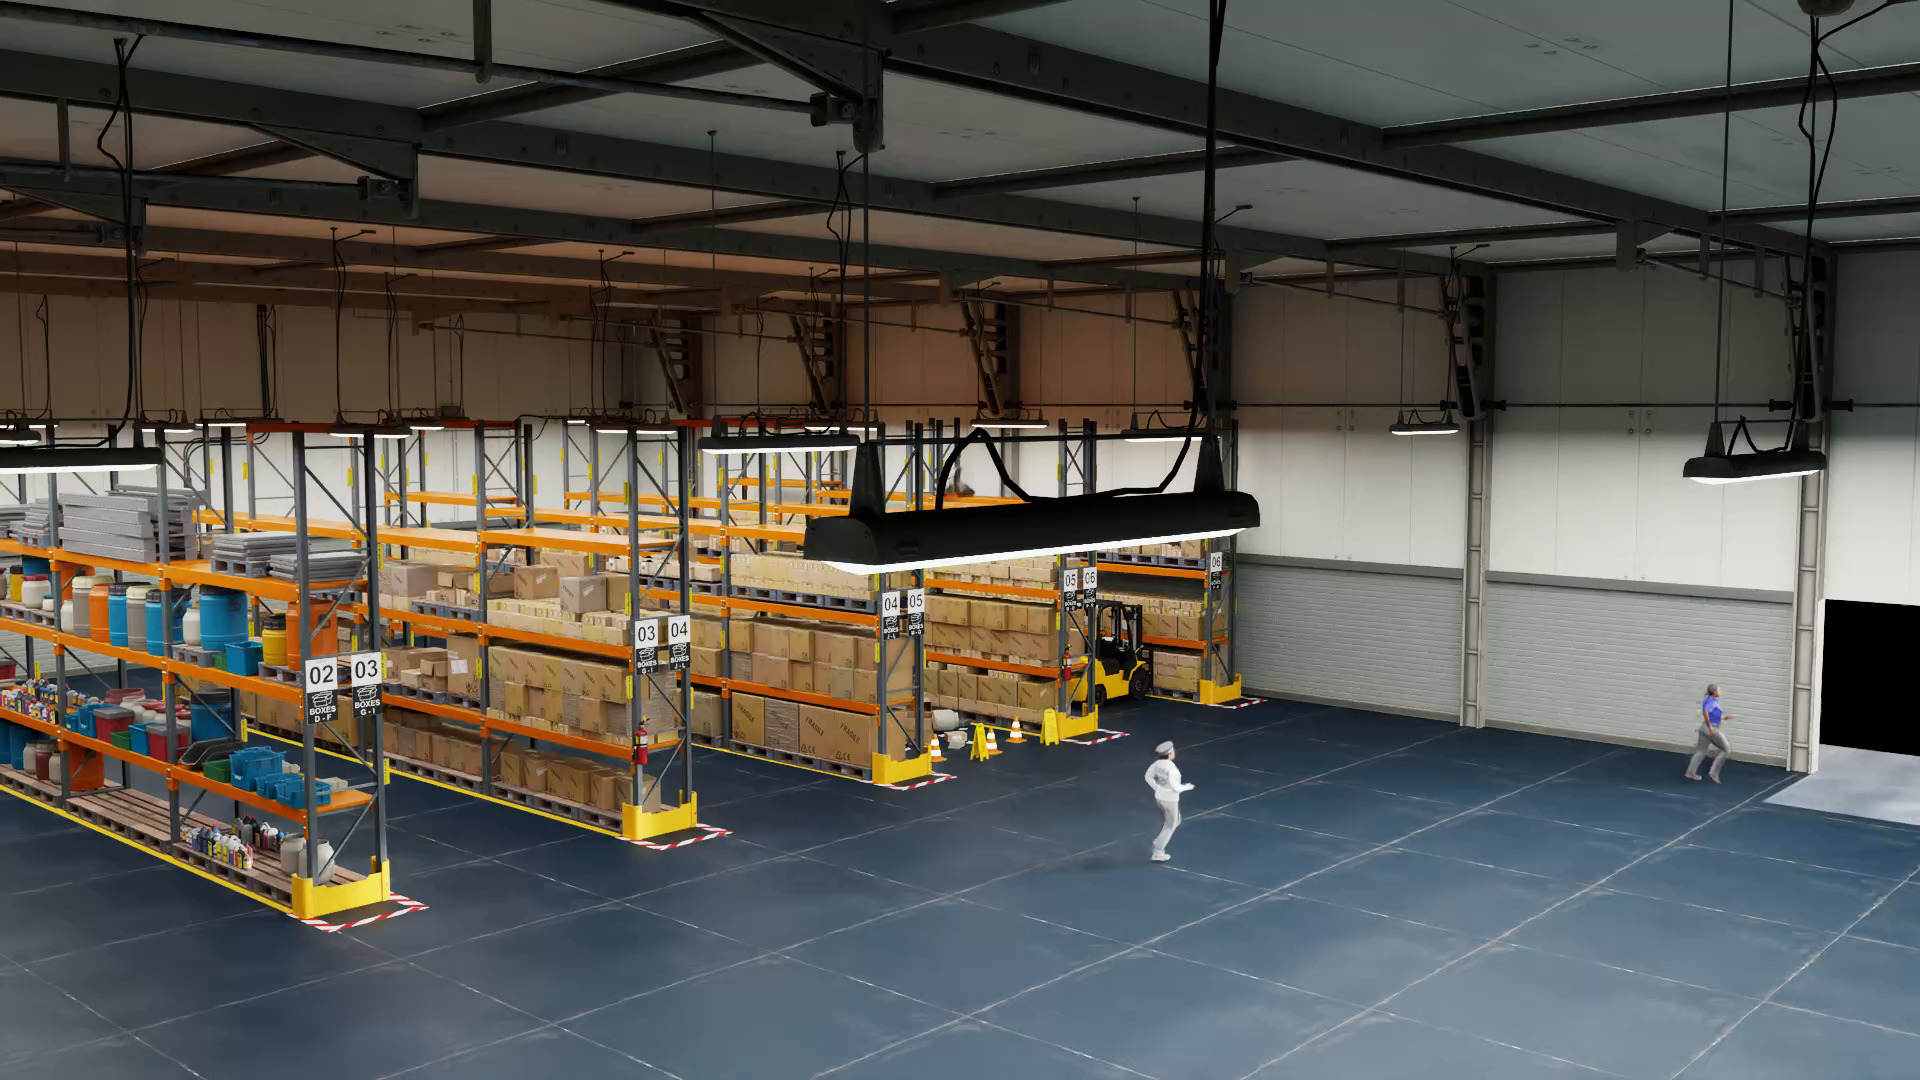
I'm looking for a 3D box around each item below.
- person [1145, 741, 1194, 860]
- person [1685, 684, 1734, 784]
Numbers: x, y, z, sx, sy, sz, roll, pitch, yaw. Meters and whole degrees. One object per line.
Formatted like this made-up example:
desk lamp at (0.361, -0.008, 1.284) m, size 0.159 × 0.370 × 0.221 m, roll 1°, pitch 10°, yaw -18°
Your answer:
person at (2.924, 3.602, 23.087) m, size 0.599 × 1.656 × 0.591 m, roll -2°, pitch 5°, yaw -21°
person at (12.553, 3.245, 27.775) m, size 0.788 × 1.690 × 0.536 m, roll 0°, pitch 5°, yaw -5°
